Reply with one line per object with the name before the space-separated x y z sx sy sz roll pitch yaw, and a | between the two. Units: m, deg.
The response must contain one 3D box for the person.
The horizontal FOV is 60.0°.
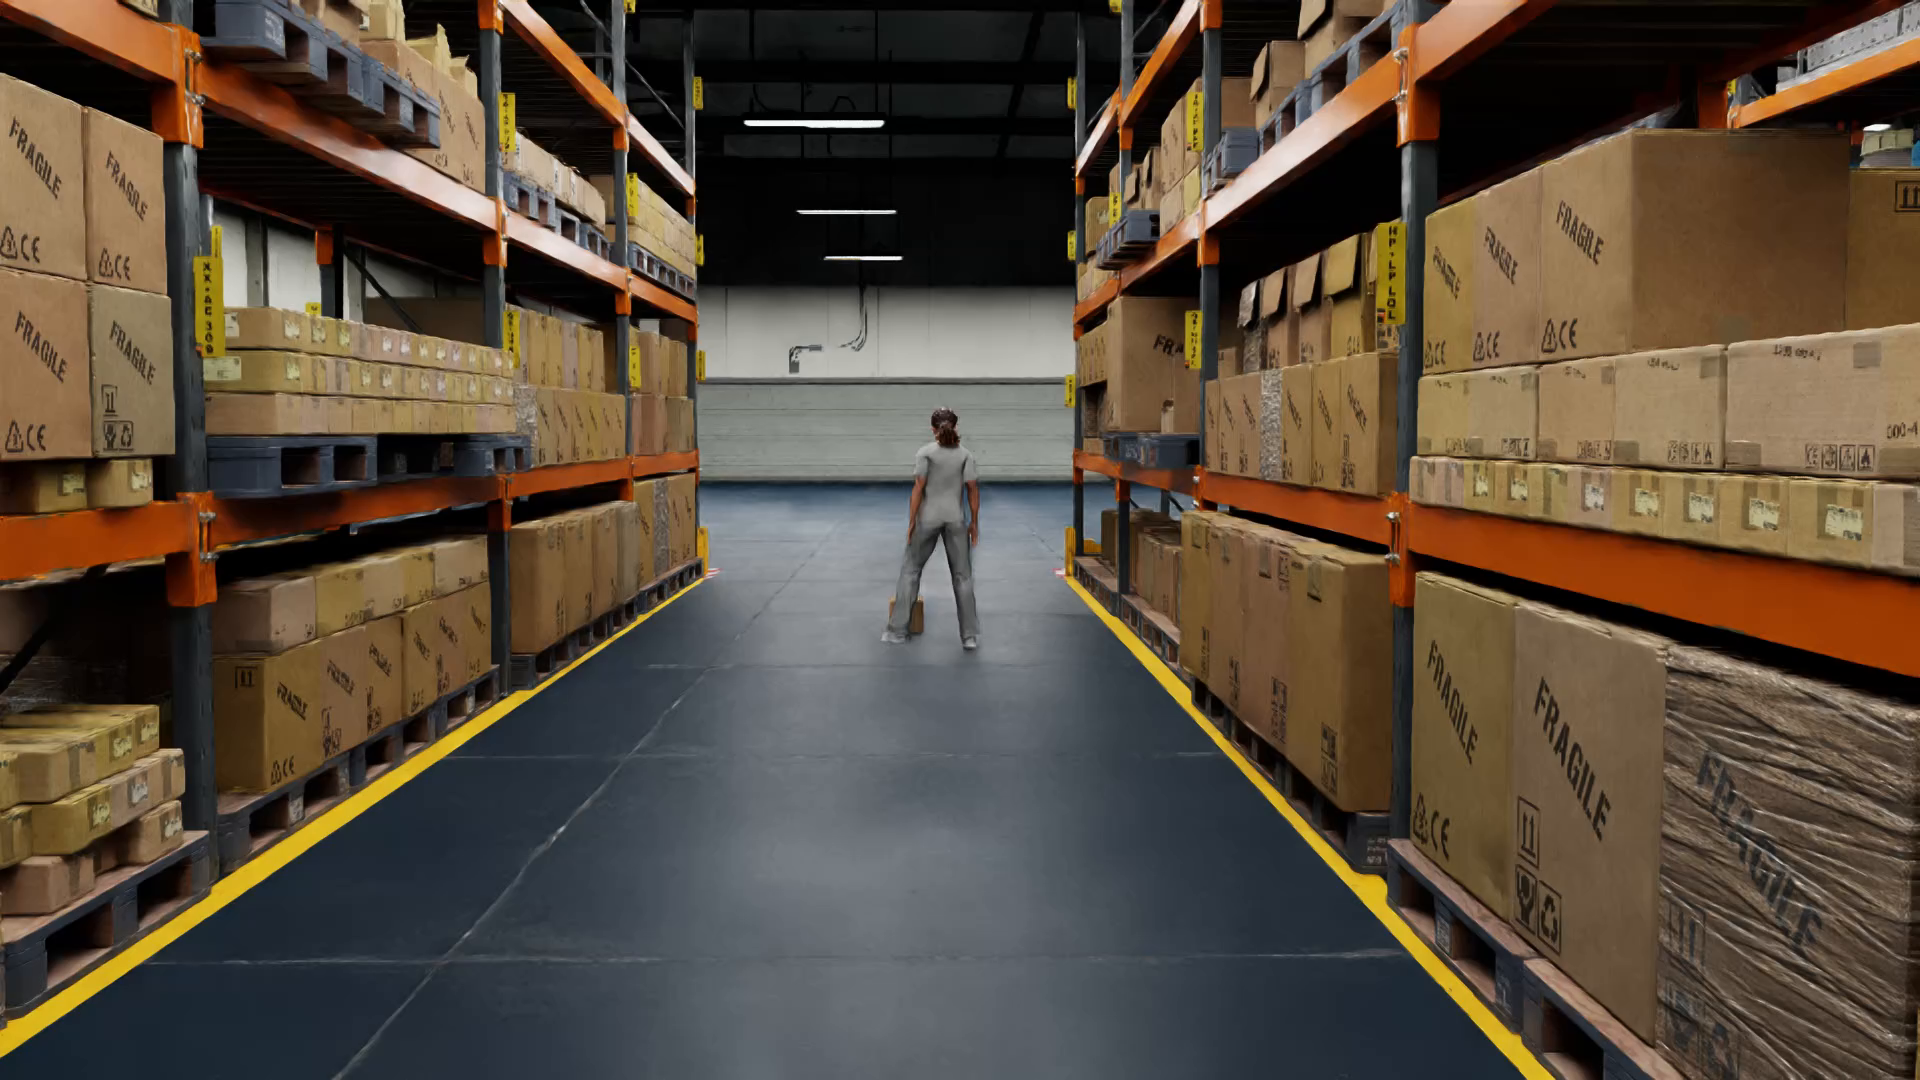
person | -0.203 -0.093 11.563 0.642 1.671 0.473 -1 4 -12
